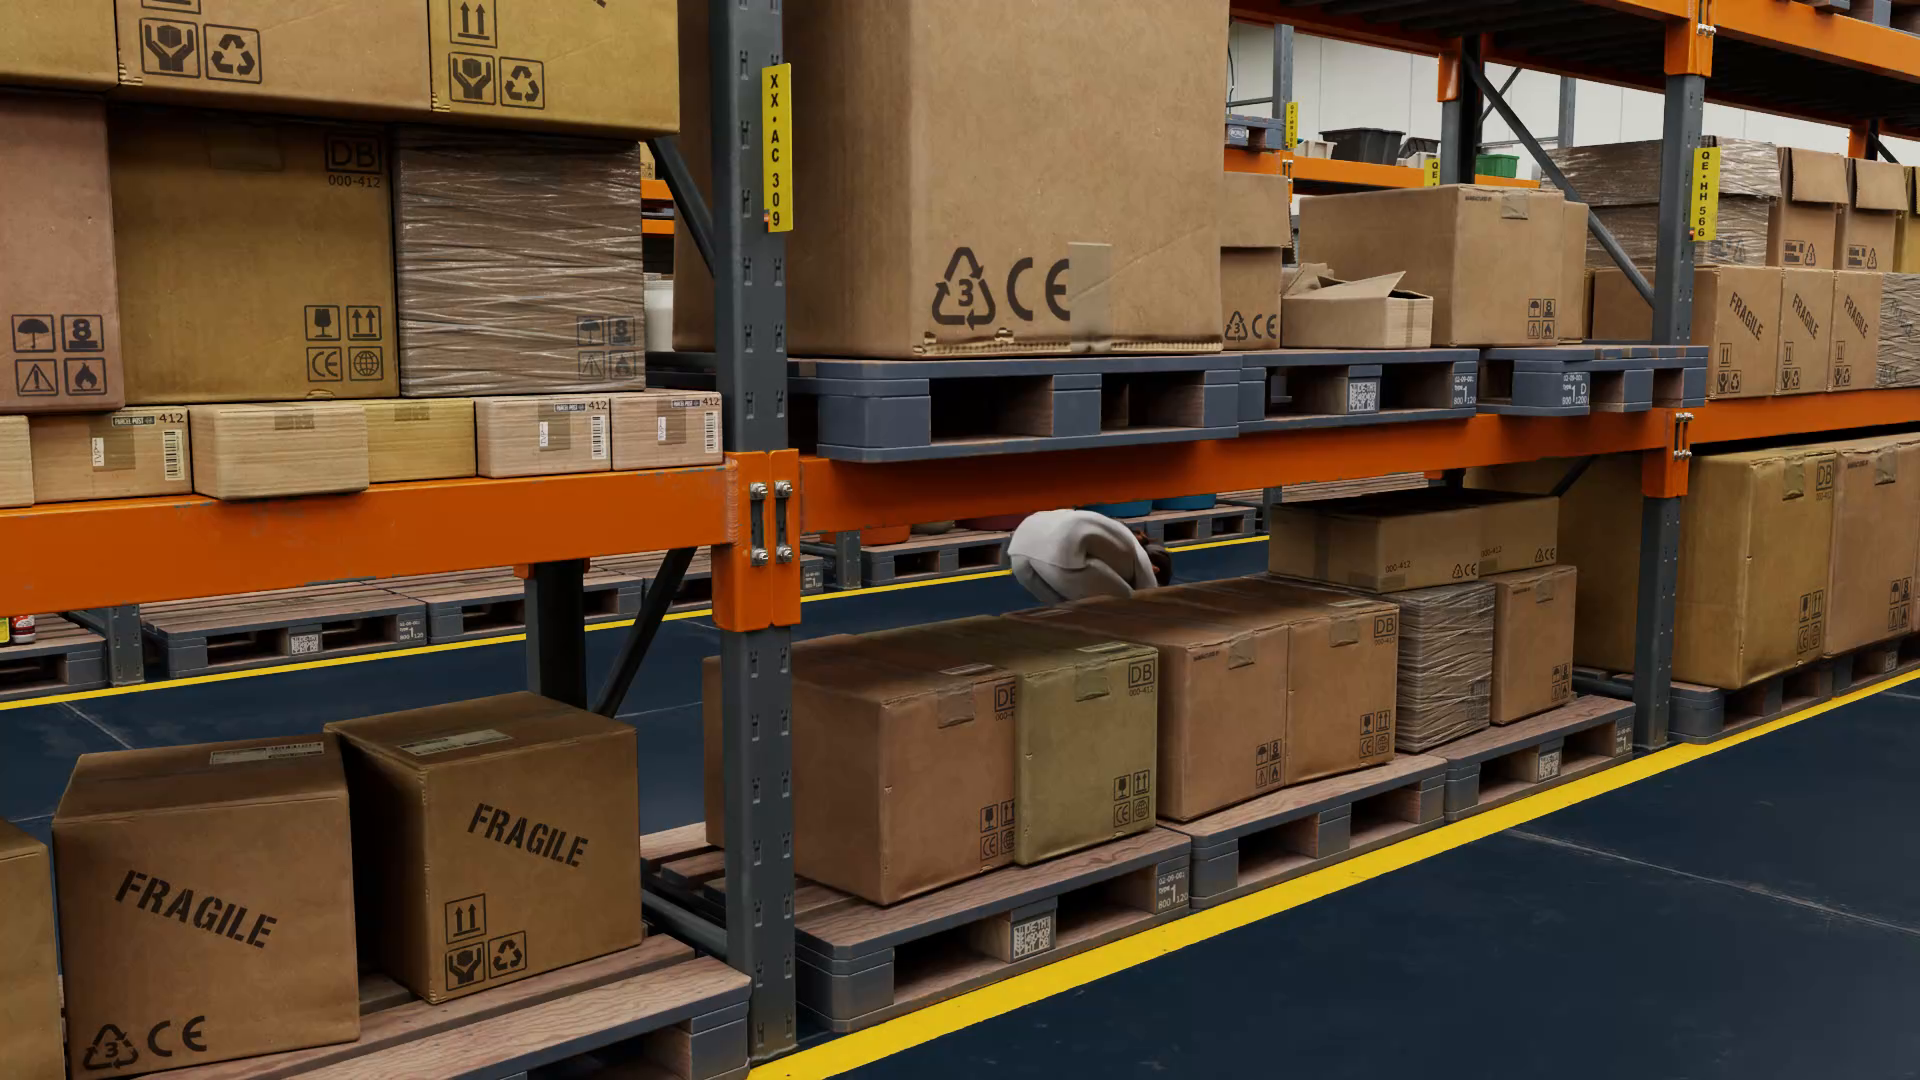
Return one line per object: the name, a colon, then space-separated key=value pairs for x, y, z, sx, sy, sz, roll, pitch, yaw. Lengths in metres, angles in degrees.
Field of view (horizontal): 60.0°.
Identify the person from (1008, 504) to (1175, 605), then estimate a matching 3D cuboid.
person: x=0.566 y=0.256 z=6.783 sx=0.850 sy=0.907 sz=0.467 roll=-7 pitch=10 yaw=-44
